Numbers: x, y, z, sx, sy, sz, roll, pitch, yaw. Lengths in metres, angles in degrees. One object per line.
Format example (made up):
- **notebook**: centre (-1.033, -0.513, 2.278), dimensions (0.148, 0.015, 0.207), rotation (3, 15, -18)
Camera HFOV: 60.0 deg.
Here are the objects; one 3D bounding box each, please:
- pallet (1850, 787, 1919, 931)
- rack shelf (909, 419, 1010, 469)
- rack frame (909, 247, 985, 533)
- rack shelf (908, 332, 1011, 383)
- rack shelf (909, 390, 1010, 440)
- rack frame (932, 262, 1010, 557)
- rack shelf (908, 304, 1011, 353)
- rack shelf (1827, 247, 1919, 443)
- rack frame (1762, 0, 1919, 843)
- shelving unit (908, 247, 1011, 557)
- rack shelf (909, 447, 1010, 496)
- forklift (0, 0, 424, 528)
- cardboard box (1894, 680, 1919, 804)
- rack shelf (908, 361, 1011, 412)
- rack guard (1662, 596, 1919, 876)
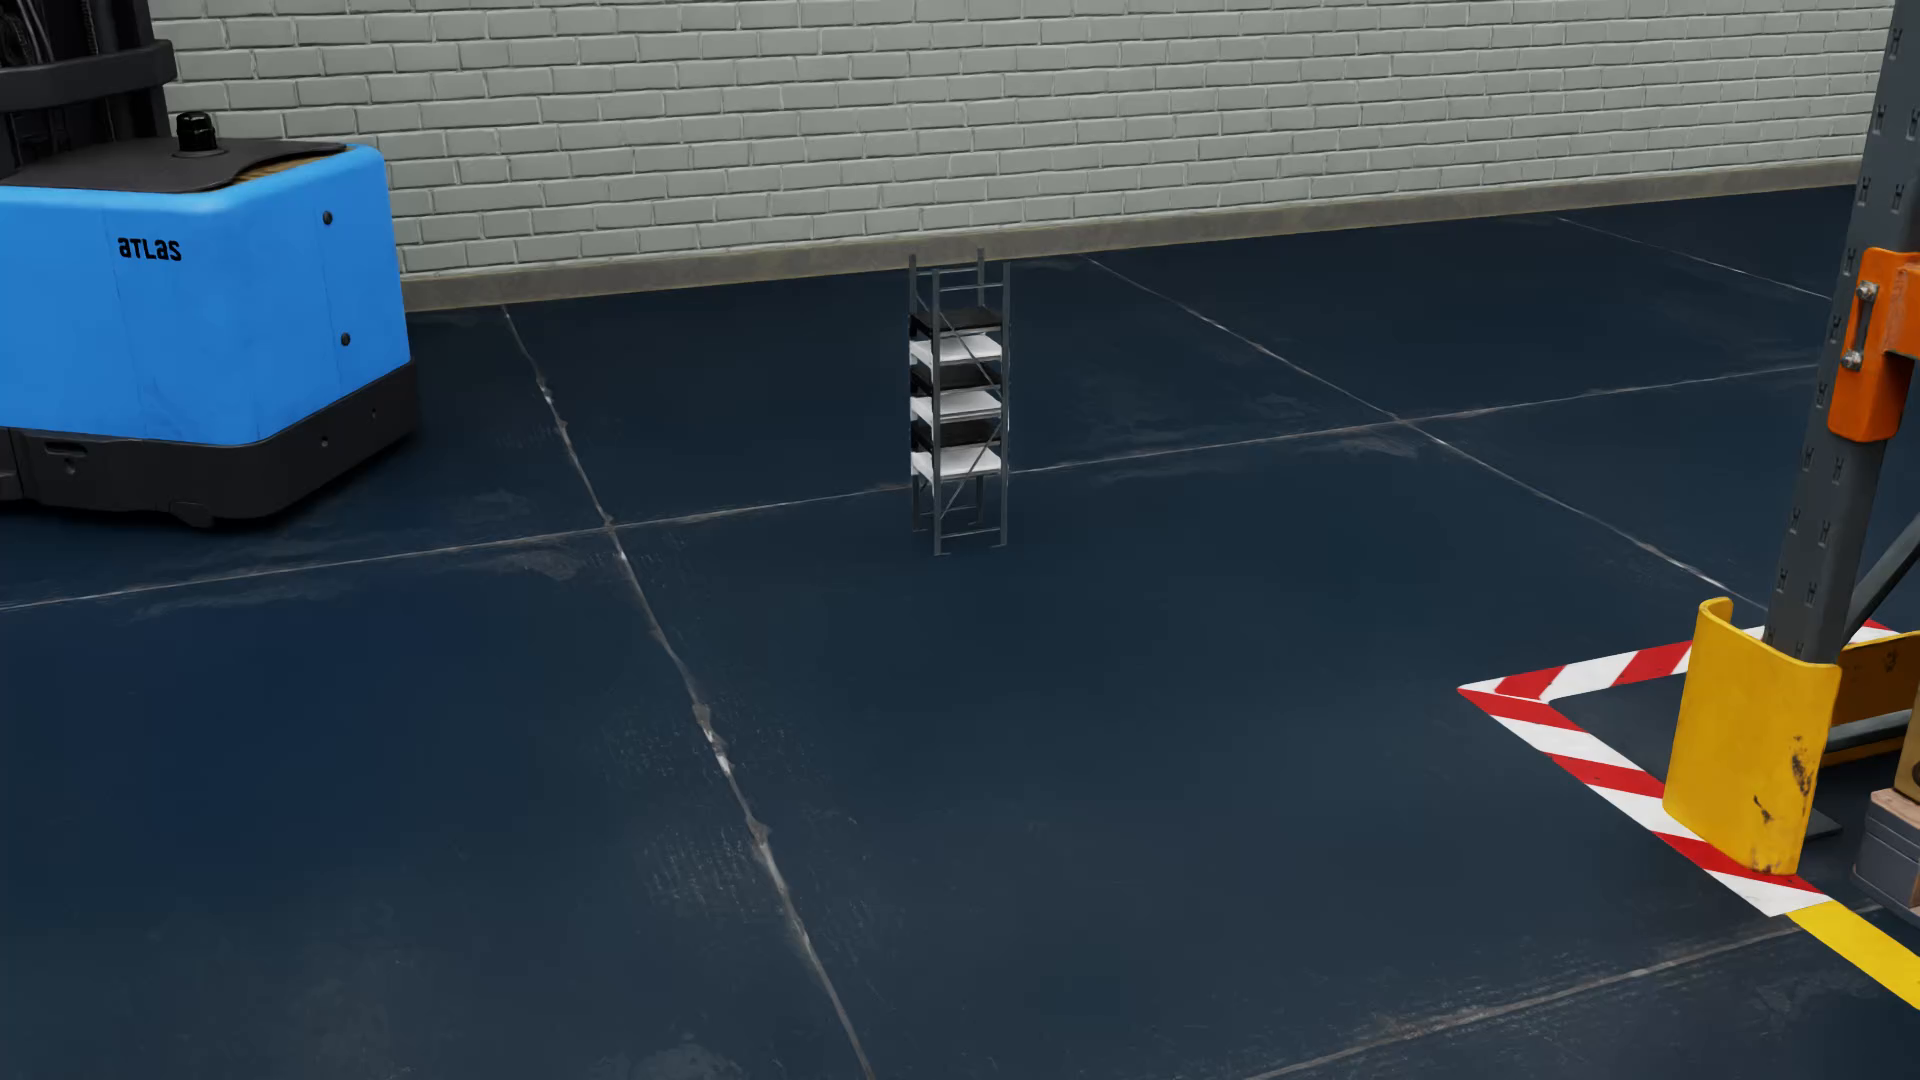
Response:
- **pallet**: centre (2.558, 0.774, 3.142), dimensions (1.003, 0.211, 1.213), rotation (-8, 24, -19)
- **rack shelf**: centre (-0.003, -0.304, 5.130), dimensions (0.258, 0.077, 0.200), rotation (-8, 24, -19)
- **rack frame**: centre (-0.039, -0.455, 5.170), dimensions (0.240, 0.900, 0.006), rotation (-8, 24, -19)
- **rack shelf**: centre (-0.003, -0.553, 5.025), dimensions (0.258, 0.077, 0.200), rotation (-8, 24, -19)
- **rack shelf**: centre (-0.003, -0.387, 5.095), dimensions (0.258, 0.077, 0.200), rotation (-8, 24, -19)
- **rack frame**: centre (0.033, -0.381, 4.995), dimensions (0.240, 0.900, 0.006), rotation (-8, 24, -19)
- **rack shelf**: centre (-0.003, -0.636, 4.990), dimensions (0.258, 0.077, 0.200), rotation (-8, 24, -19)
- **rack shelf**: centre (2.909, 0.267, 1.680), dimensions (1.077, 0.370, 4.000), rotation (-8, 24, -19)
- **rack frame**: centre (2.202, -0.791, 3.265), dimensions (1.000, 3.000, 0.127), rotation (-8, 24, -19)
- **shelving unit**: centre (-0.003, -0.418, 5.082), dimensions (0.258, 0.900, 0.210), rotation (-8, 24, -19)
- **rack shelf**: centre (-0.003, -0.221, 5.165), dimensions (0.258, 0.077, 0.200), rotation (-8, 24, -19)
- **forklift**: centre (-3.534, -1.674, 5.448), dimensions (3.031, 2.935, 1.130), rotation (5, 23, 12)
- **cardboard box**: centre (2.503, 0.216, 3.070), dimensions (0.875, 0.875, 0.875), rotation (-8, 24, -19)
- **rack shelf**: centre (-0.003, -0.470, 5.060), dimensions (0.258, 0.077, 0.200), rotation (-8, 24, -19)
- **rack guard**: centre (2.194, 0.352, 3.771), dimensions (1.175, 0.500, 0.348), rotation (-8, 24, -19)
